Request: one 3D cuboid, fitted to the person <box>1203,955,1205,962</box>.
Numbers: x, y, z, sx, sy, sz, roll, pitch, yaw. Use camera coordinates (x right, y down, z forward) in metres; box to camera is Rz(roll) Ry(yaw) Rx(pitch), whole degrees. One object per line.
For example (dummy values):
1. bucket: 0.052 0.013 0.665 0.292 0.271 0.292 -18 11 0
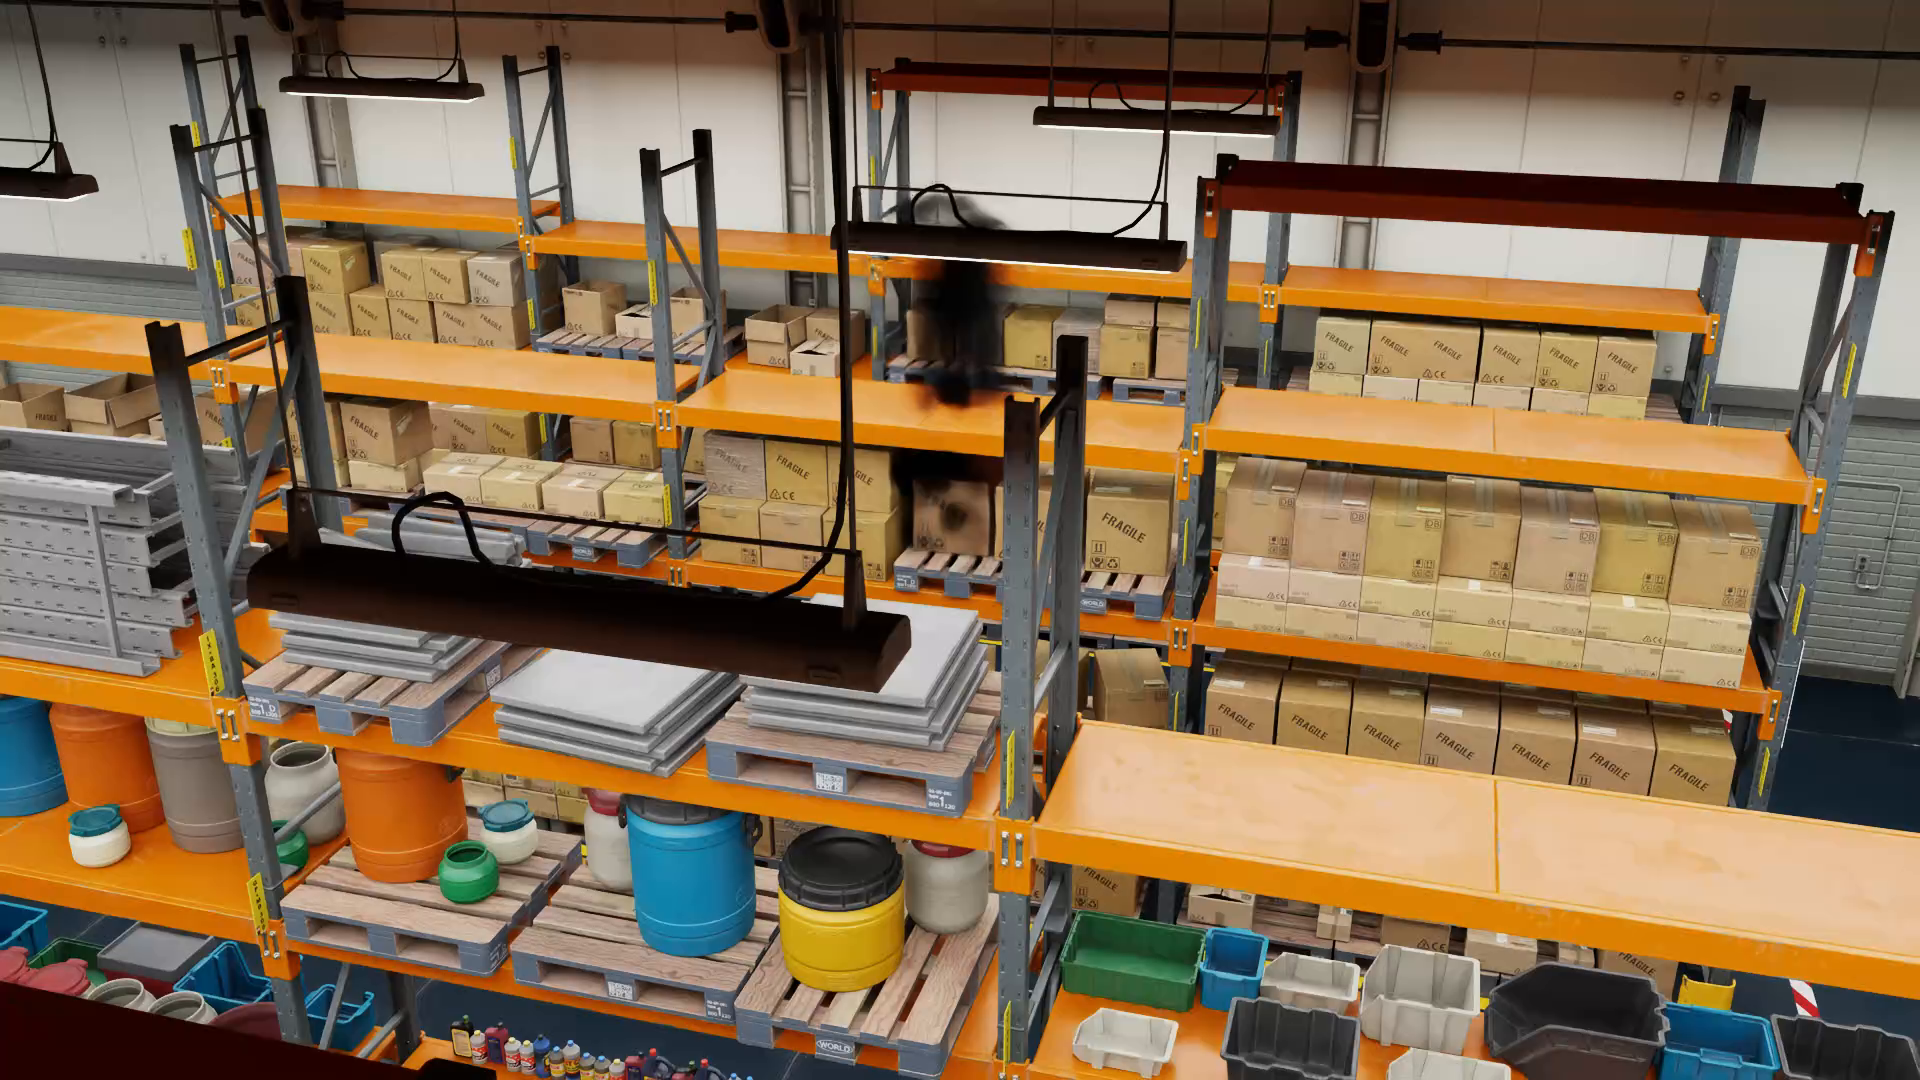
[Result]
1. person: 1.644 3.224 10.432 0.668 1.440 0.592 6 23 15
